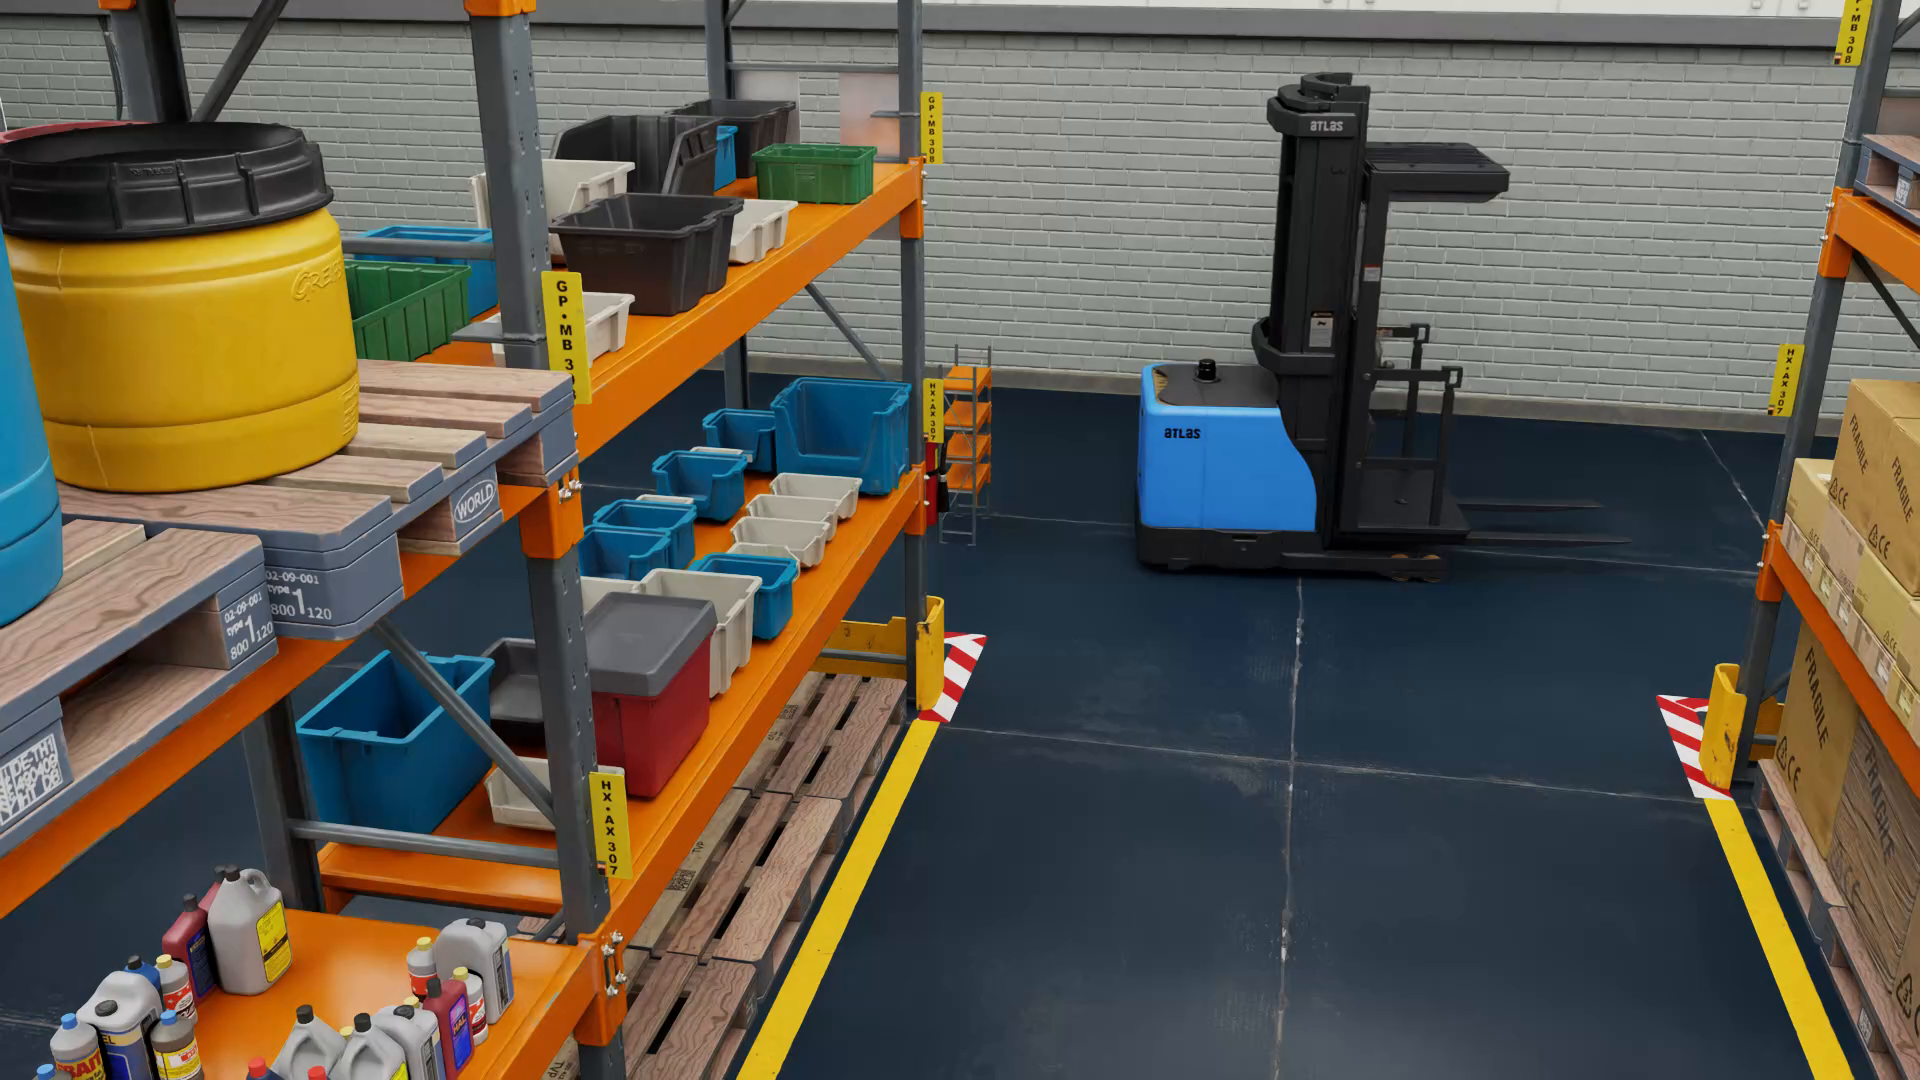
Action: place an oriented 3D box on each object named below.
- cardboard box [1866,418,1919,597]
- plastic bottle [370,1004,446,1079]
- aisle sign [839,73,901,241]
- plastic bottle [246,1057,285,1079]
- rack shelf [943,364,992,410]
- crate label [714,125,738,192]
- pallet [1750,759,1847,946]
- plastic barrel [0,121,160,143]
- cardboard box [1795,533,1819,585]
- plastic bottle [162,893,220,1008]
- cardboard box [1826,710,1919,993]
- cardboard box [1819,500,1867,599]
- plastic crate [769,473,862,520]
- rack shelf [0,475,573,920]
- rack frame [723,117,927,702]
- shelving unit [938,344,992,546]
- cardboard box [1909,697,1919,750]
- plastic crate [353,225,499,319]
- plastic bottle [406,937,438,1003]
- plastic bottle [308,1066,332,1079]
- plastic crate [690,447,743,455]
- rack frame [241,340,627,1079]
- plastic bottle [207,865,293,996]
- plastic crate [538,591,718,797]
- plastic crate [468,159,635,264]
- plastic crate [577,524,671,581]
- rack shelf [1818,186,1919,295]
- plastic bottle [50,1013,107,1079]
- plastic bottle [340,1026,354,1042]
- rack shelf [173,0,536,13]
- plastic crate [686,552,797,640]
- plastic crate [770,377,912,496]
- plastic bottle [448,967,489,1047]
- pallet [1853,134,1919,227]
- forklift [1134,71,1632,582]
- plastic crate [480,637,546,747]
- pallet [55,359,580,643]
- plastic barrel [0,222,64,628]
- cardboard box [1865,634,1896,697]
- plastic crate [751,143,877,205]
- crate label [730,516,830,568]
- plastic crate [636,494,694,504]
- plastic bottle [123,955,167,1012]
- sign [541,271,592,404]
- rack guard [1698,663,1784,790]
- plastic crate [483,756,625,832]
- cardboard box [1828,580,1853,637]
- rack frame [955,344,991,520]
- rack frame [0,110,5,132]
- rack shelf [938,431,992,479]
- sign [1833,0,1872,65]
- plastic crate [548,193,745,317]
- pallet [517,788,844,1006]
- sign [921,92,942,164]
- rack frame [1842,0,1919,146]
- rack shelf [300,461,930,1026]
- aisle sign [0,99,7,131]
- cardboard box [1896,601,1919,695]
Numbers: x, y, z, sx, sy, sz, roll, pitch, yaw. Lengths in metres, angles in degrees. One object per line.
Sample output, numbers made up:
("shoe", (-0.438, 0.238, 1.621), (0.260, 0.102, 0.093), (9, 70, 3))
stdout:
("cardboard box", (3.612, -0.108, 5.905), (0.500, 0.500, 0.500), (4, 22, 9))
("plastic bottle", (-1.328, 1.226, 3.961), (0.152, 0.276, 0.135), (4, 22, 11))
("aisle sign", (-0.371, -1.807, 7.845), (0.394, 0.787, 0.004), (4, 22, 11))
("plastic bottle", (-1.535, 1.306, 3.661), (0.144, 0.351, 0.185), (4, 22, 11))
("rack shelf", (0.034, -0.982, 10.633), (0.258, 0.148, 0.480), (4, 22, 11))
("crate label", (-1.177, -1.607, 7.012), (0.408, 0.251, 0.502), (4, 22, 11))
("pallet", (4.089, 1.372, 7.164), (1.003, 0.211, 1.213), (4, 22, 11))
("plastic barrel", (-1.842, -0.610, 3.594), (0.433, 0.535, 0.433), (0, 22, 0))
("cardboard box", (3.729, 0.096, 6.937), (0.380, 0.149, 0.250), (4, 22, 10))
("plastic bottle", (-2.009, 1.070, 4.337), (0.061, 0.283, 0.133), (4, 22, 11))
("cardboard box", (3.938, 1.144, 6.279), (0.875, 0.875, 0.875), (4, 22, 11))
("cardboard box", (3.714, 0.058, 6.498), (0.500, 0.250, 0.500), (4, 22, 10))
("plastic crate", (-0.662, -0.191, 7.584), (0.396, 0.136, 0.243), (4, 22, 11))
("rack shelf", (-1.897, 0.540, 2.446), (1.077, 0.370, 4.000), (4, 22, 11))
("rack frame", (-0.673, -0.597, 8.321), (1.000, 3.000, 0.127), (4, 22, 11))
("shelving unit", (0.034, -0.617, 10.780), (0.258, 1.200, 0.503), (4, 22, 11))
("cardboard box", (3.416, 0.660, 5.535), (0.380, 0.149, 0.250), (5, 22, 12))
("plastic crate", (-1.616, -0.805, 5.047), (0.416, 0.233, 0.300), (4, 22, 11))
("plastic bottle", (-1.379, 1.124, 4.313), (0.097, 0.201, 0.097), (0, 22, 0))
("plastic bottle", (-1.394, 1.317, 3.633), (0.144, 0.351, 0.185), (4, 22, 11))
("plastic crate", (-1.192, -0.326, 7.921), (0.250, 0.136, 0.298), (4, 22, 11))
("rack frame", (-1.489, 0.866, 4.689), (1.000, 3.000, 0.127), (4, 22, 11))
("plastic bottle", (-1.886, 1.007, 4.403), (0.144, 0.351, 0.185), (4, 22, 11))
("plastic crate", (-1.061, 0.501, 5.429), (0.402, 0.464, 0.583), (4, 22, 11))
("plastic crate", (-1.427, -1.146, 5.829), (0.437, 0.282, 0.530), (4, 22, 11))
("plastic crate", (-1.375, 0.109, 6.711), (0.416, 0.233, 0.300), (4, 22, 11))
("rack shelf", (3.768, -0.546, 5.141), (1.077, 0.370, 4.000), (4, 22, 11))
("plastic bottle", (-2.082, 1.240, 3.932), (0.097, 0.271, 0.097), (0, 22, 0))
("plastic bottle", (-1.454, 1.258, 3.982), (0.097, 0.201, 0.097), (0, 22, 0))
("rack shelf", (-1.081, -2.129, 5.593), (1.077, 0.370, 4.000), (4, 22, 11))
("plastic crate", (-0.841, 0.223, 6.428), (0.416, 0.233, 0.300), (4, 22, 11))
("plastic crate", (-0.558, -0.505, 7.964), (0.616, 0.435, 0.499), (4, 22, 11))
("plastic bottle", (-1.250, 1.171, 4.196), (0.097, 0.201, 0.097), (0, 22, 0))
("pallet", (4.035, -1.298, 6.164), (1.003, 0.211, 1.213), (4, 22, 11))
("forklift", (2.652, -1.305, 10.171), (3.031, 2.935, 1.130), (1, 22, 4))
("plastic crate", (-1.524, 0.536, 5.796), (0.437, 0.125, 0.590), (4, 22, 11))
("pallet", (-1.553, -0.144, 3.433), (1.213, 0.211, 1.003), (4, 22, 11))
("plastic barrel", (-1.688, -0.317, 2.377), (0.600, 0.901, 0.708), (4, 22, 11))
("cardboard box", (3.520, 0.472, 6.002), (0.380, 0.149, 0.250), (4, 22, 10))
("plastic crate", (-0.595, -1.508, 6.850), (0.450, 0.188, 0.336), (4, 22, 11))
("crate label", (-0.768, 0.018, 7.066), (0.396, 0.136, 0.243), (4, 22, 11))
("plastic crate", (-1.330, -0.078, 7.306), (0.250, 0.136, 0.298), (4, 22, 11))
("plastic bottle", (-2.034, 1.155, 4.143), (0.097, 0.271, 0.097), (0, 22, 0))
("sign", (-0.951, -0.487, 4.021), (0.100, 0.325, 0.005), (4, 22, 11))
("rack guard", (4.181, 0.931, 7.872), (1.175, 0.500, 0.348), (4, 22, 11))
("plastic crate", (-1.254, 0.801, 5.122), (0.396, 0.136, 0.243), (4, 22, 11))
("cardboard box", (3.625, 0.285, 6.468), (0.380, 0.149, 0.250), (4, 22, 10))
("rack frame", (0.084, -0.706, 11.001), (0.240, 1.200, 0.015), (4, 22, 11))
("rack frame", (-5.521, -0.976, 9.262), (1.000, 3.000, 0.127), (4, 22, 11))
("rack shelf", (0.034, -0.555, 10.805), (0.258, 0.148, 0.480), (4, 22, 11))
("sign", (3.634, -2.098, 6.755), (0.100, 0.325, 0.005), (4, 22, 11))
("plastic crate", (-0.967, -0.898, 5.229), (0.497, 0.269, 0.590), (4, 22, 11))
("pallet", (-1.130, 1.440, 6.996), (1.003, 0.211, 1.213), (4, 22, 11))
("sign", (-0.131, -1.904, 7.691), (0.100, 0.325, 0.005), (4, 22, 11))
("rack frame", (4.176, -3.002, 6.263), (1.000, 3.000, 0.127), (4, 22, 11))
("rack shelf", (-1.081, 0.468, 6.639), (1.077, 0.370, 4.000), (4, 22, 11))
("aisle sign", (-5.207, -2.184, 8.780), (0.394, 0.787, 0.004), (4, 22, 11))
("cardboard box", (3.507, 0.432, 5.567), (0.500, 0.250, 0.500), (4, 22, 10))
